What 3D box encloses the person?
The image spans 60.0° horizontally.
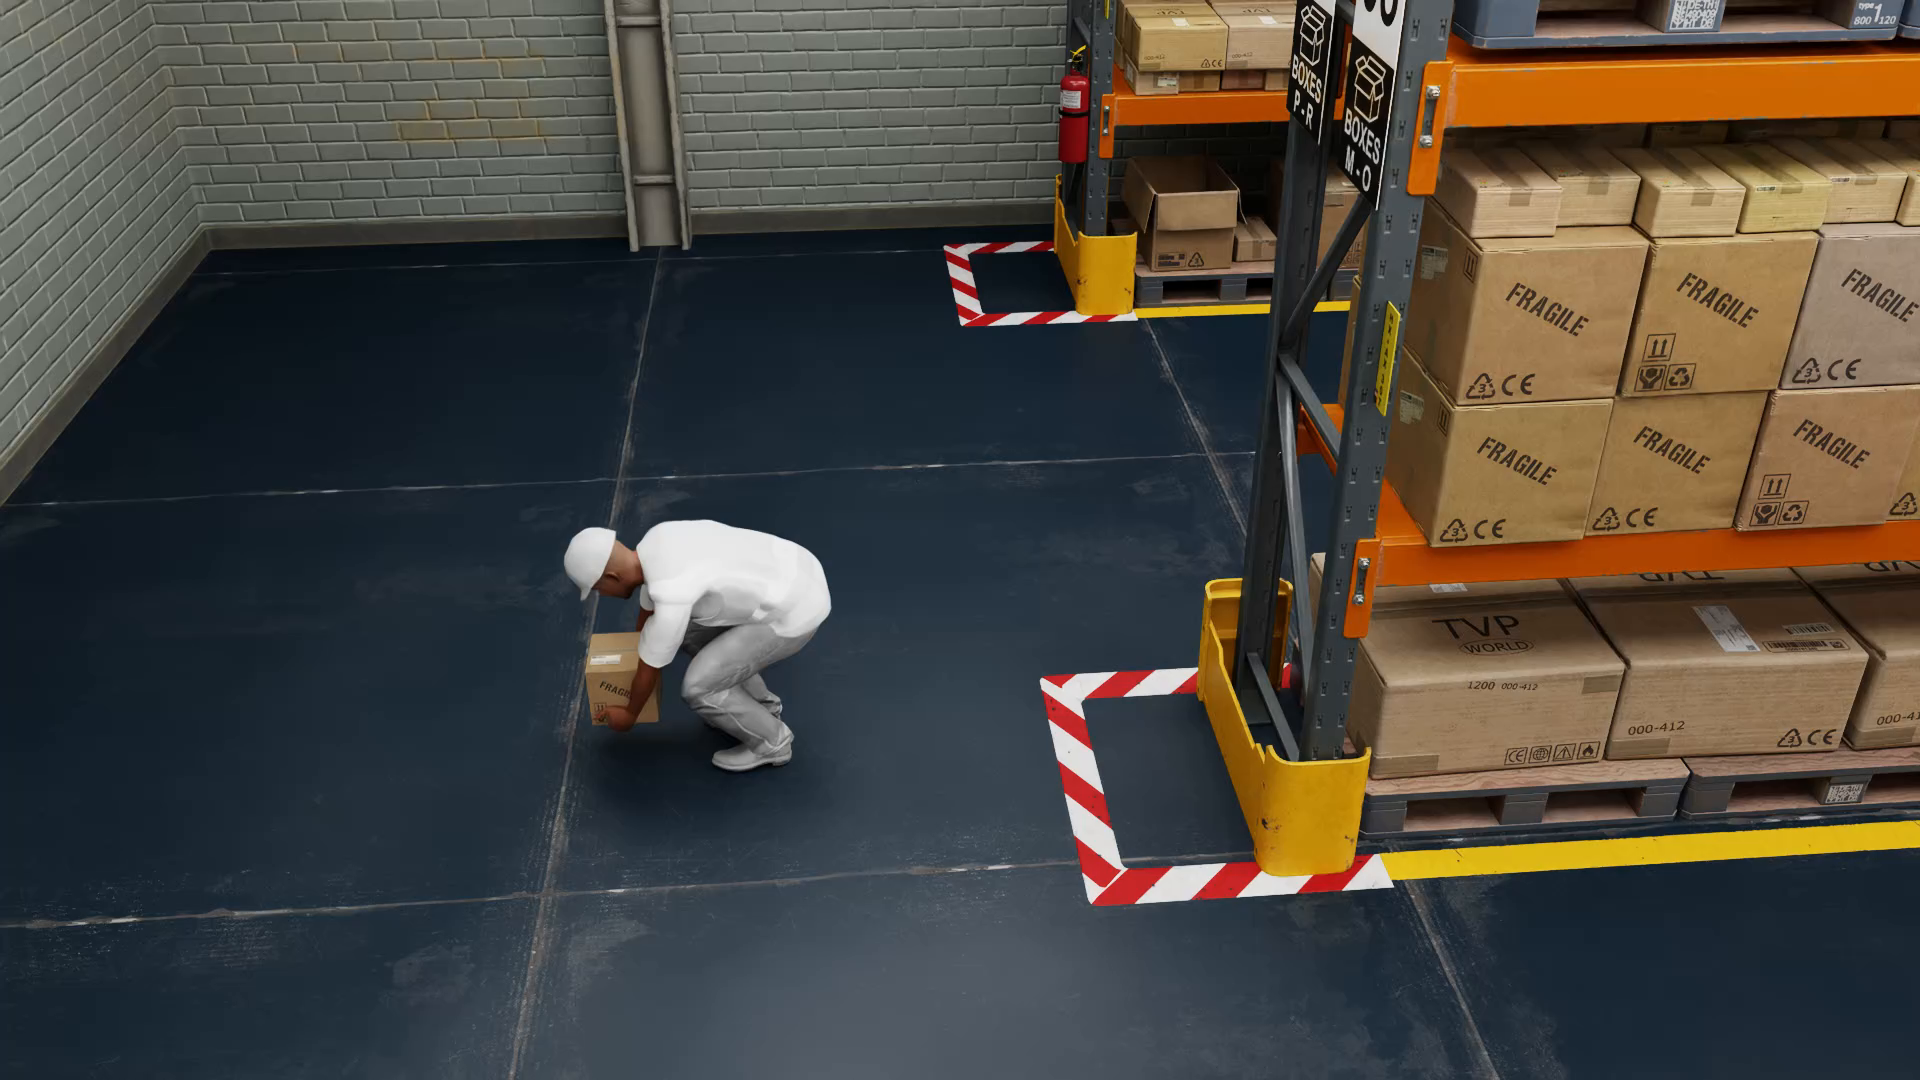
[{"bbox_3d":[-0.953,0.370,6.230,0.946,1.010,0.525,-4,31,-6],"label":"person"}]
